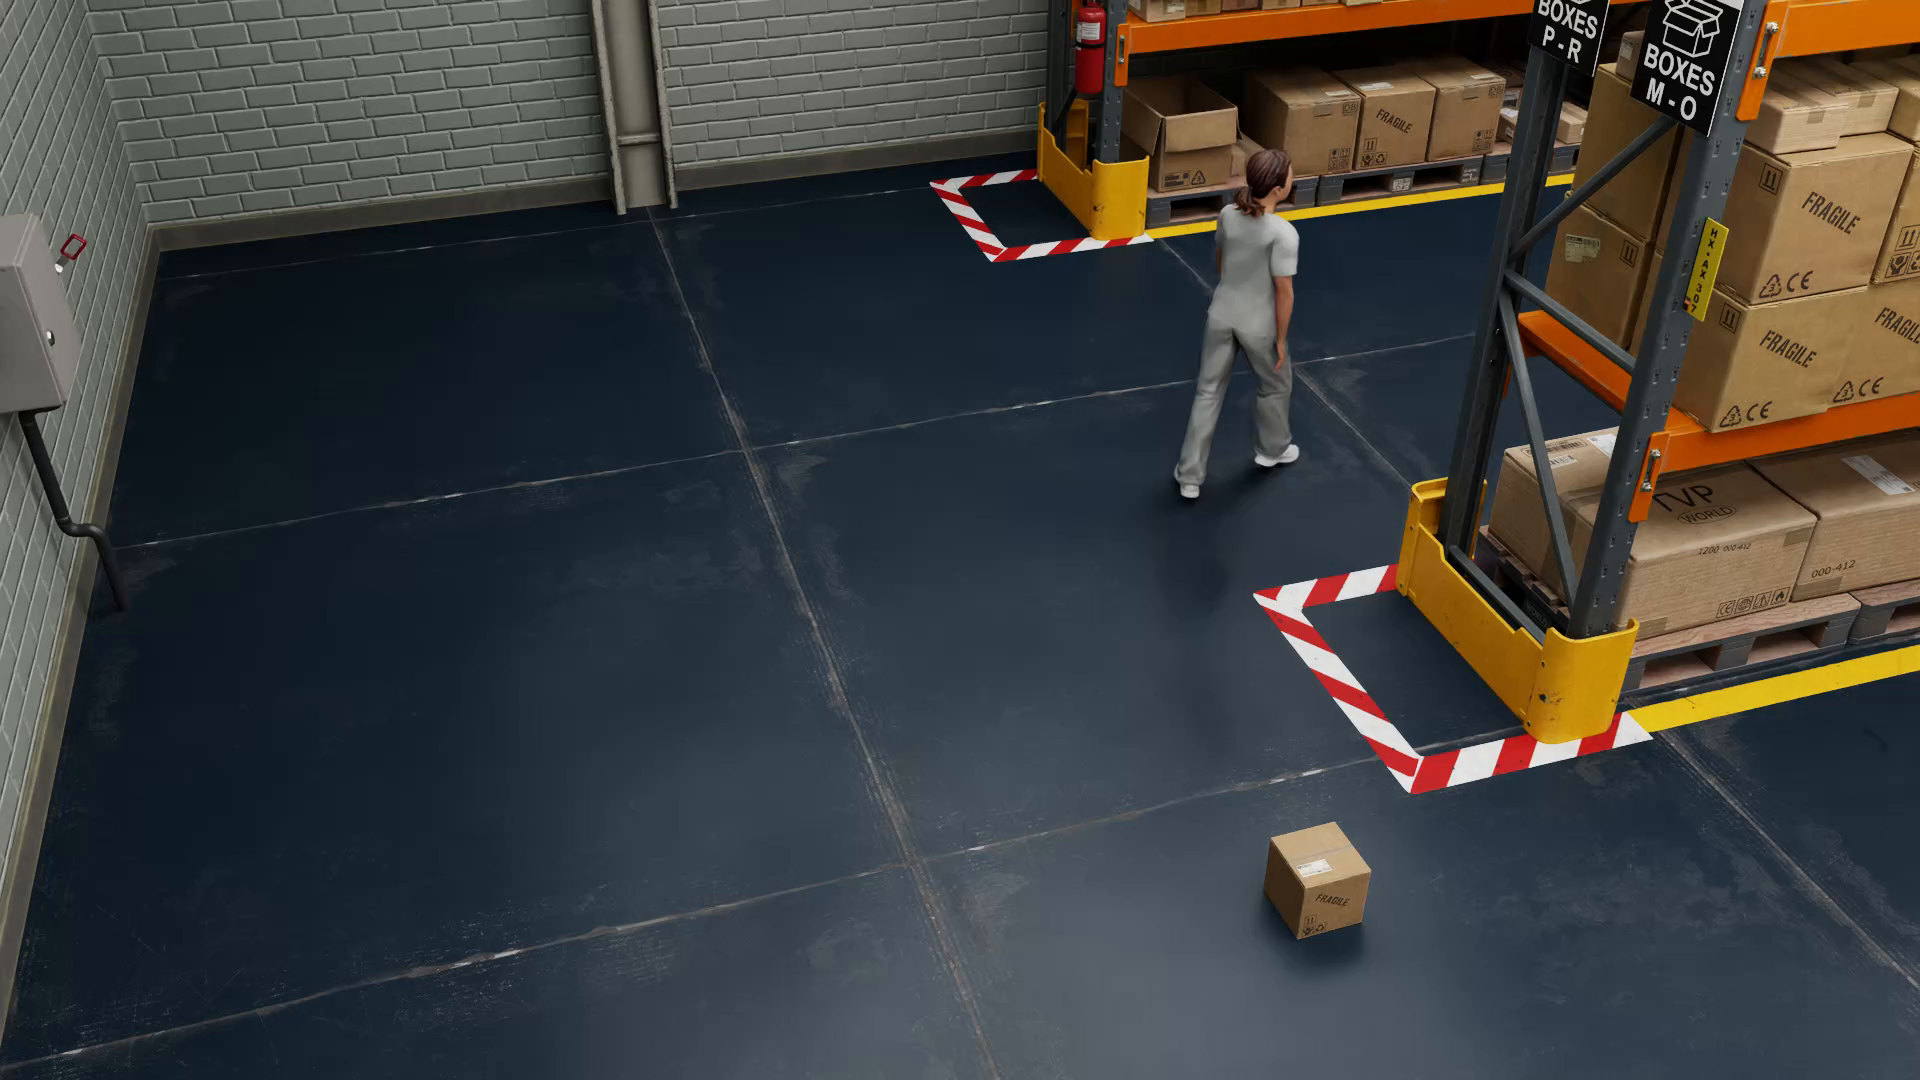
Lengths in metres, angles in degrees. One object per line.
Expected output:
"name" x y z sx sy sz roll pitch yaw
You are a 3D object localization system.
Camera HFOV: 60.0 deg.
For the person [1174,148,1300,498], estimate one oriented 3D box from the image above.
"person" 1.343 -1.004 7.618 0.496 1.665 0.759 23 40 30
